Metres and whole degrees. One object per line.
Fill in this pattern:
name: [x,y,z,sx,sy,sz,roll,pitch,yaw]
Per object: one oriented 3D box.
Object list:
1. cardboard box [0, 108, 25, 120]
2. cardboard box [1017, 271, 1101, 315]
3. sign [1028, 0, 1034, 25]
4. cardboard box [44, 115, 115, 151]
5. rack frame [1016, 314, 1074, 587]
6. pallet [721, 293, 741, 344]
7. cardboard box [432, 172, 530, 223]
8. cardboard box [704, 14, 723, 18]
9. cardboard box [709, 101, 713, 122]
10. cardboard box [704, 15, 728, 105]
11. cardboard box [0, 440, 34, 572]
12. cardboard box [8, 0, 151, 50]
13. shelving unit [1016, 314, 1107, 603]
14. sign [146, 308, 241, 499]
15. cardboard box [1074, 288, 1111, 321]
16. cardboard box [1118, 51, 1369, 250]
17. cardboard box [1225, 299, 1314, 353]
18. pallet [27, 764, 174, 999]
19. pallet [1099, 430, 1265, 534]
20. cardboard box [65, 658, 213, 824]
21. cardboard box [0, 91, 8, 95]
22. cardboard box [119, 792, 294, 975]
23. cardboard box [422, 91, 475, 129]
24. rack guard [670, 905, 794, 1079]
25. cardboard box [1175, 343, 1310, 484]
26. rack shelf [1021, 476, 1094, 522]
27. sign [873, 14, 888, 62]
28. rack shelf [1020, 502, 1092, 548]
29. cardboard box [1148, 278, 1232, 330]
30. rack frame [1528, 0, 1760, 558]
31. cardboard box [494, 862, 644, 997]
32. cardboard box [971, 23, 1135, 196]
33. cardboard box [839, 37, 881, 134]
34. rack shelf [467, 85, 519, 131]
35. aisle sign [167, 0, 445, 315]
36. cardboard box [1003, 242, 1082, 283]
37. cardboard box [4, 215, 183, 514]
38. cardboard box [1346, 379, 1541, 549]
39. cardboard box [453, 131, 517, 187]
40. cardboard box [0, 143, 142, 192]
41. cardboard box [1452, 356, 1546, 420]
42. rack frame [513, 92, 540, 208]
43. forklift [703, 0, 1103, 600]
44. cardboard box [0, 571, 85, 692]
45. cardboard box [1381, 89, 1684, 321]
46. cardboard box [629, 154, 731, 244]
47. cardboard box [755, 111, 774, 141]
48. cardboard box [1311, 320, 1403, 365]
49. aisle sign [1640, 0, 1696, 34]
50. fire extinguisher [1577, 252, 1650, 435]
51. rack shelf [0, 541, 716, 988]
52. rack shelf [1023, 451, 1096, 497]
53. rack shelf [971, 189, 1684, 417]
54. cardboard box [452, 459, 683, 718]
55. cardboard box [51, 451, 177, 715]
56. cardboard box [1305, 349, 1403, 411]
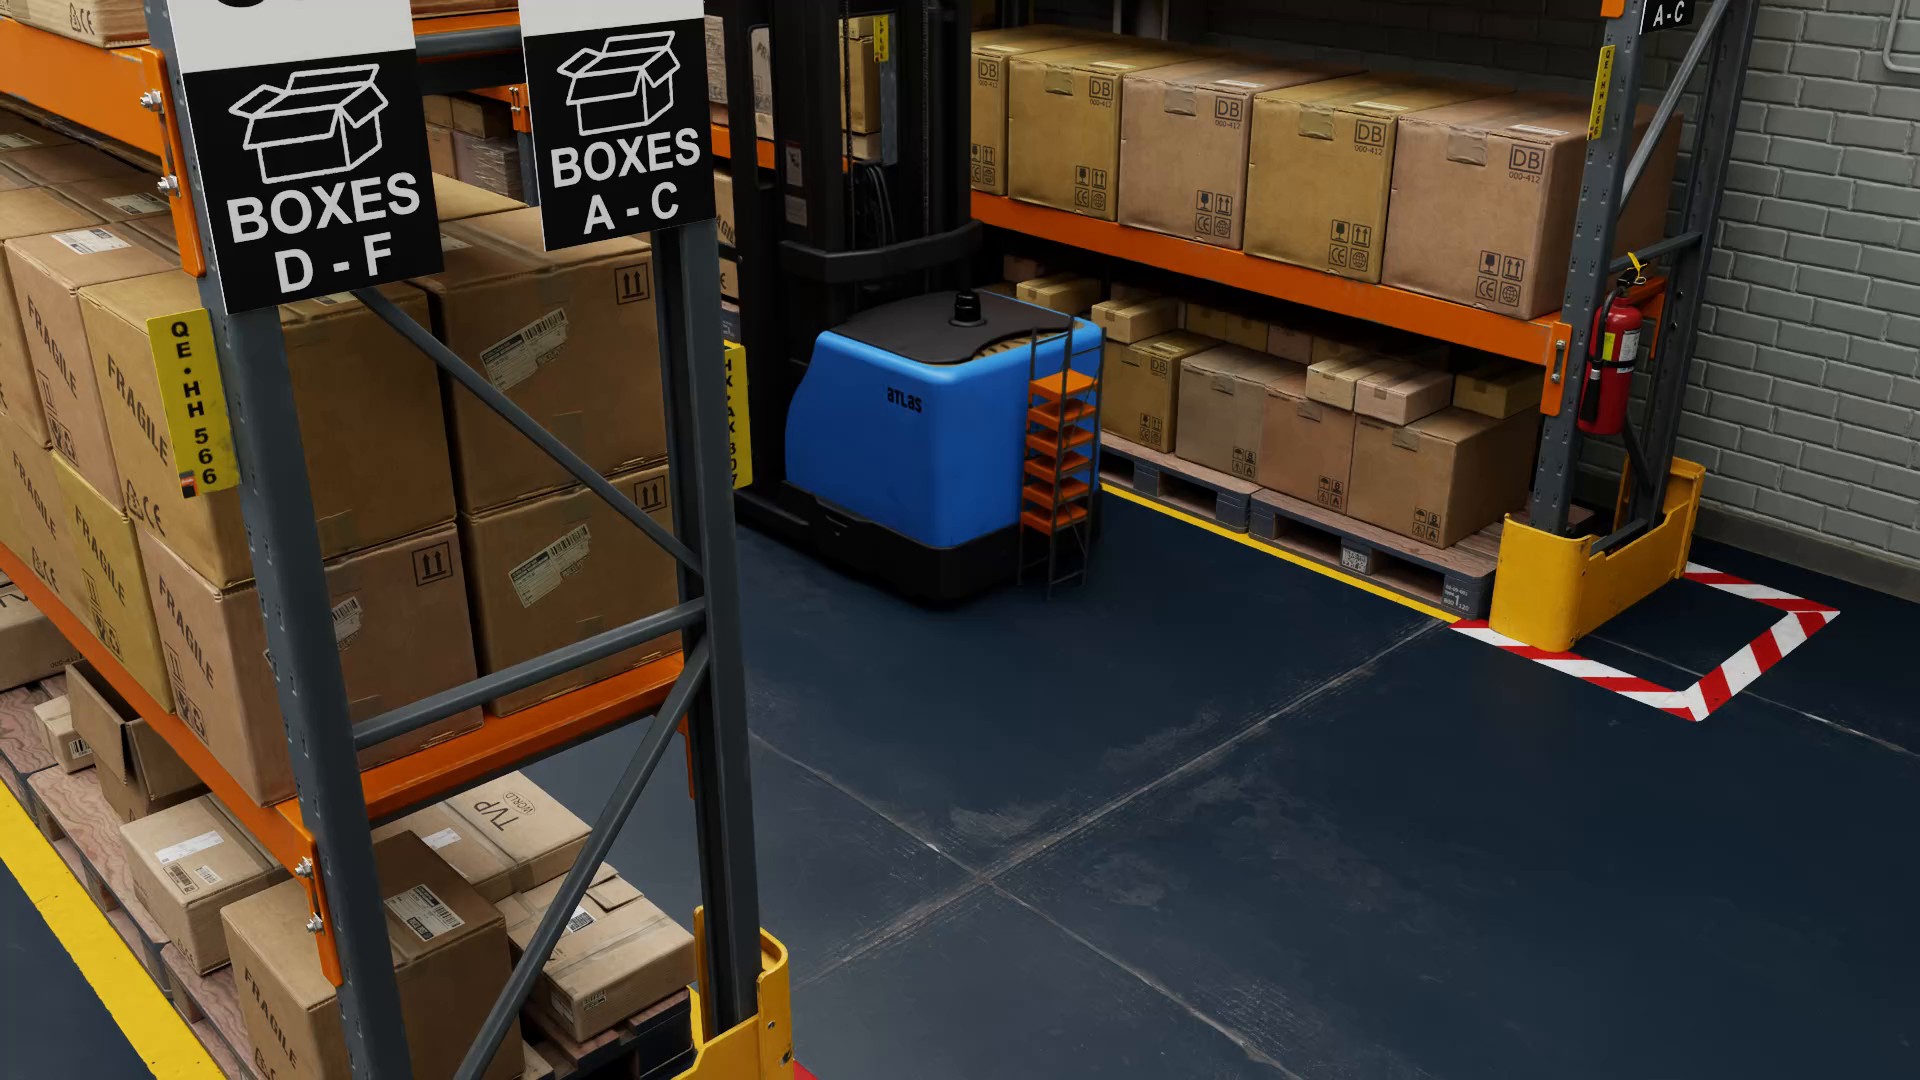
cardboard box: [-3.167,-1.048,5.108,0.500,0.500,0.500,-22,33,-40]
cardboard box: [0.514,-1.270,8.645,0.380,0.149,0.250,-20,31,-37]
sign: [0.381,-2.920,9.399,0.100,0.325,0.005,-21,32,-38]
cardboard box: [-2.406,-1.040,5.090,0.500,0.500,0.500,-21,32,-38]
rack frame: [0.360,-0.365,7.080,0.240,1.200,0.006,-21,35,-39]
pallet: [-1.444,-1.646,11.104,1.003,0.211,1.213,-21,32,-38]
cardboard box: [-1.377,-0.580,4.083,0.500,0.500,0.500,-21,32,-38]
cardboard box: [-1.221,-3.245,9.842,0.500,0.250,0.500,-20,32,-37]
cardboard box: [-1.471,-2.731,10.400,0.380,0.149,0.250,-20,31,-37]
cardboard box: [-1.216,-2.897,9.984,0.500,0.500,0.500,-21,32,-38]
cardboard box: [-2.446,-0.280,4.629,0.500,0.500,0.500,-22,32,-39]
cardboard box: [-1.447,-1.092,3.096,0.500,0.250,0.500,-21,32,-38]
shelving unit: [0.422,-0.333,7.022,0.258,1.200,0.189,-21,35,-39]
sign: [-1.322,-0.234,2.872,0.100,0.325,0.005,-21,32,-38]
cardboard box: [0.754,-0.978,8.785,0.700,0.500,0.500,-22,32,-39]
cardboard box: [1.335,-1.860,7.851,0.700,0.700,0.980,22,32,39]
cardboard box: [1.523,-1.056,8.175,0.380,0.149,0.250,-21,32,-38]
pallet: [-2.330,0.921,5.478,1.003,0.211,1.213,-21,32,-38]
pallet: [1.277,-0.442,8.464,1.003,0.211,1.213,-21,32,-38]
cardboard box: [-2.349,0.577,5.349,0.797,0.503,0.637,-21,32,-38]
cardboard box: [-3.102,-1.347,5.763,0.500,0.500,0.500,-21,32,-38]
cardboard box: [-2.082,0.945,4.847,0.500,0.250,0.500,-21,32,-38]
cardboard box: [-3.987,-3.497,13.379,0.500,0.250,0.500,-21,32,-39]
rack guard: [-0.955,1.400,4.079,1.175,0.500,0.348,-21,32,-38]
cardboard box: [1.473,-0.662,8.093,0.500,0.500,0.700,23,33,40]
rack shelf: [0.416,-0.186,7.096,0.258,0.103,0.180,-21,35,-39]
sign: [-0.413,-2.666,8.681,0.100,0.325,0.005,-21,32,-38]
rack shelf: [0.411,-0.079,7.150,0.258,0.103,0.180,-21,35,-39]
cardboard box: [1.173,-1.211,8.514,0.380,0.149,0.250,-21,32,-38]
rack frame: [2.710,-1.121,6.593,1.000,3.000,0.127,-21,32,-38]
cardboard box: [-1.109,1.074,4.664,0.380,0.166,0.250,-21,32,-38]
cardboard box: [0.335,-2.300,8.816,0.980,0.700,0.700,-21,32,-38]
cardboard box: [-0.523,-2.591,9.312,0.500,0.500,0.500,-22,32,-39]
rack shelf: [-4.124,-3.823,13.383,1.077,0.370,4.000,-21,32,-38]
aisle sign: [-1.080,-0.790,2.734,0.394,0.787,0.004,-21,32,-38]
cardboard box: [0.459,-1.526,9.206,0.380,0.149,0.250,-21,32,-39]
cardboard box: [-1.754,-0.424,3.741,0.500,0.500,0.500,-20,31,-37]
cardboard box: [2.159,-0.358,7.427,0.700,0.500,0.500,-21,32,-38]
cardboard box: [-3.555,-3.000,13.193,0.700,0.500,0.500,-21,32,-39]
cardboard box: [-2.463,-0.736,4.424,0.500,0.500,0.500,-20,31,-37]
cardboard box: [2.390,-0.672,7.334,0.380,0.149,0.250,-21,32,-38]
rack frame: [-2.757,-3.544,11.906,1.000,3.000,0.127,-21,32,-38]
forklift: [-0.730,-1.603,7.732,1.130,2.935,3.031,-21,32,-38]
cardboard box: [-3.508,0.285,6.220,0.500,0.311,0.500,-21,32,-38]
cardboard box: [2.355,-1.409,6.863,0.980,0.700,0.700,-20,31,-36]
cardboard box: [-1.757,-2.230,11.109,0.750,0.750,0.750,-21,32,-39]
cardboard box: [-1.019,-2.474,9.837,0.380,0.149,0.250,-21,32,-38]
cardboard box: [1.873,-0.901,7.836,0.380,0.149,0.250,-21,32,-38]
aisle sign: [2.541,-2.197,5.819,0.394,0.787,0.004,-21,32,-38]
fire extinguisher: [2.477,-0.739,6.299,0.296,0.674,0.183,-21,32,-38]
rack shelf: [-2.270,0.007,4.987,1.077,0.370,4.000,-21,32,-38]
rack shelf: [0.421,-0.293,7.042,0.258,0.103,0.180,-21,35,-39]
rack shelf: [1.343,-1.399,8.070,1.077,0.370,4.000,-21,32,-38]
cardboard box: [-1.014,0.031,3.948,0.500,0.500,0.500,-20,32,-37]
cardboard box: [-1.765,0.026,3.960,0.500,0.500,0.500,-21,32,-38]
cardboard box: [1.763,-0.718,7.434,0.380,0.149,0.250,-20,31,-37]
